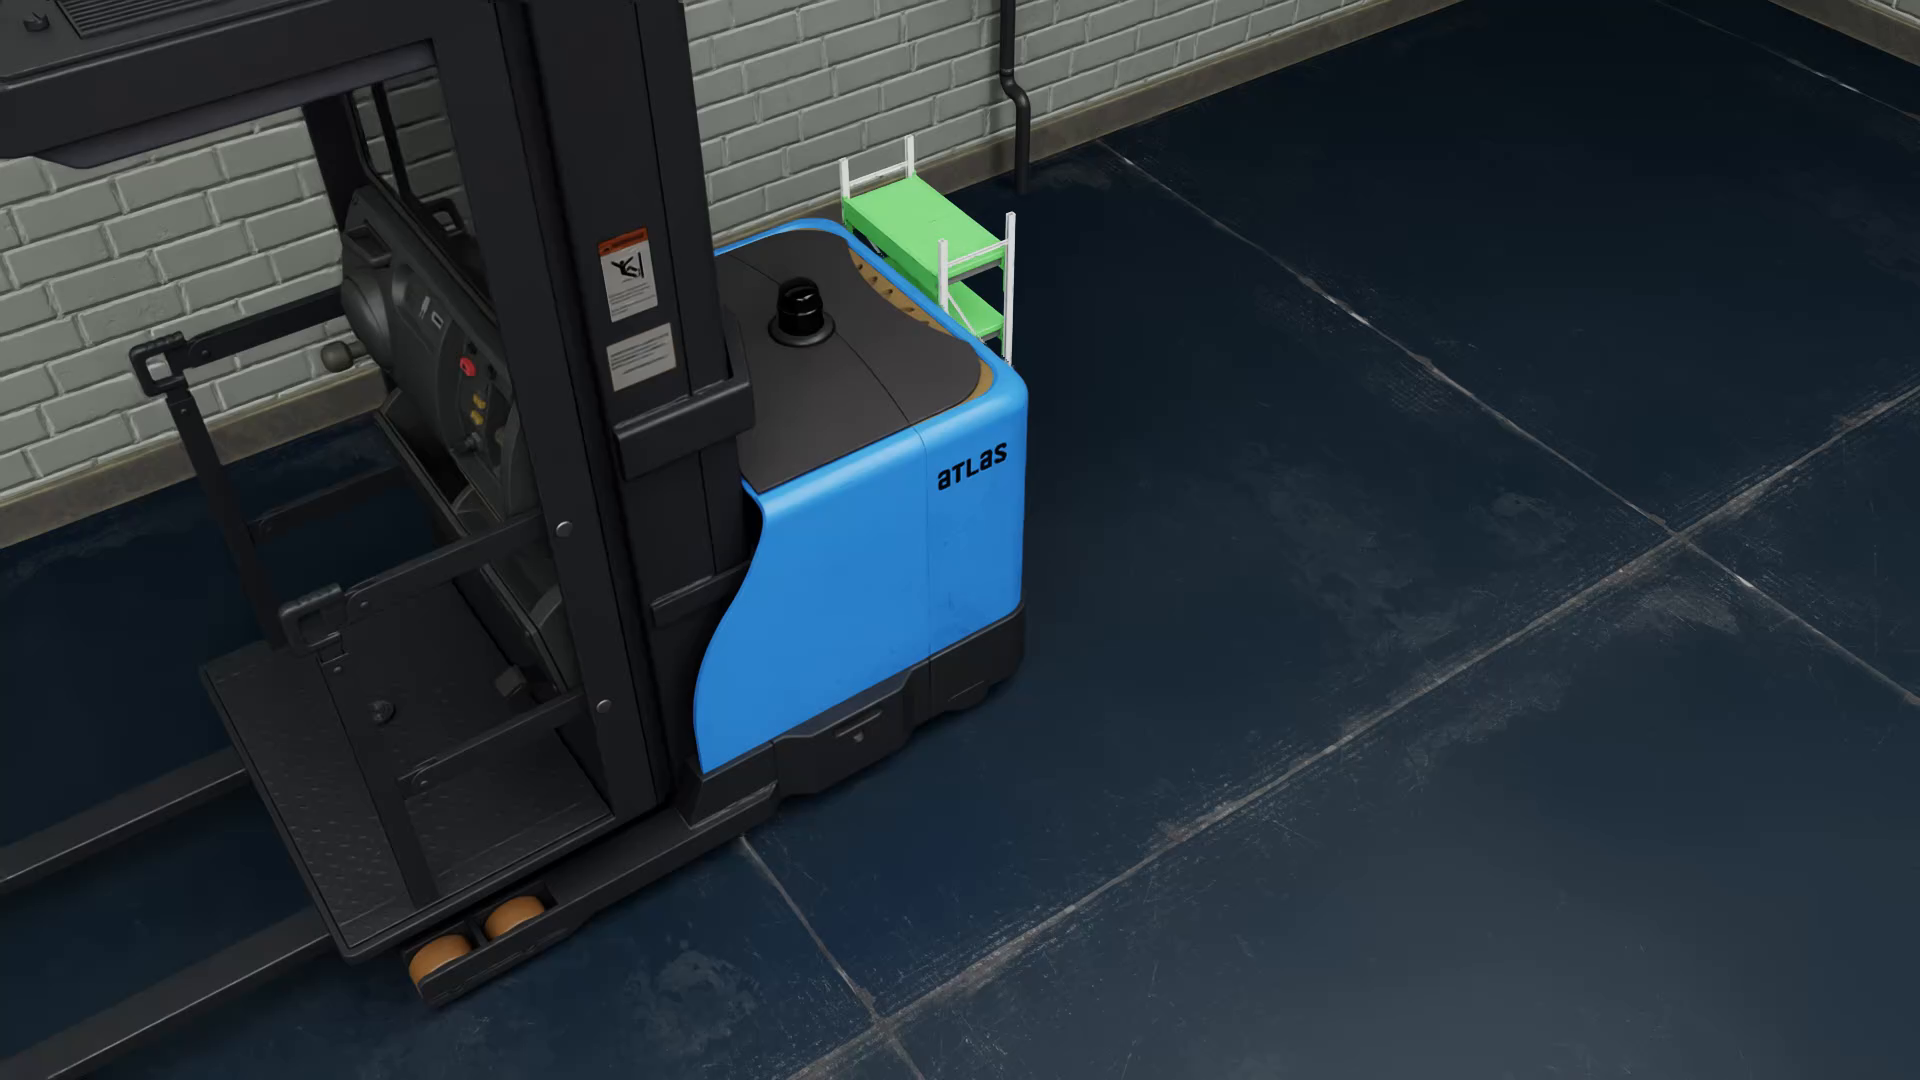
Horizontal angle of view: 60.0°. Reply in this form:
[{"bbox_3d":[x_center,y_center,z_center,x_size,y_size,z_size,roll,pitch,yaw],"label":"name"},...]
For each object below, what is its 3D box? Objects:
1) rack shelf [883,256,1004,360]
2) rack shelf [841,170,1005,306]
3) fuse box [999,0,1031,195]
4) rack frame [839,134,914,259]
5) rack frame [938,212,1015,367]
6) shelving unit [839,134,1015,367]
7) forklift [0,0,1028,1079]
[{"bbox_3d":[-0.095,-0.655,4.812,0.258,0.148,0.480,-26,49,-24],"label":"rack shelf"},{"bbox_3d":[-0.095,-0.829,4.647,0.258,0.148,0.480,-26,49,-24],"label":"rack shelf"},{"bbox_3d":[0.285,-2.027,6.134,0.539,1.711,0.414,-26,49,-24],"label":"fuse box"},{"bbox_3d":[-0.234,-0.666,5.079,0.240,1.200,0.015,-26,49,-24],"label":"rack frame"},{"bbox_3d":[0.045,-0.390,4.789,0.240,1.200,0.015,-26,49,-24],"label":"rack frame"},{"bbox_3d":[-0.095,-0.528,4.934,0.258,1.200,0.503,-26,49,-24],"label":"shelving unit"},{"bbox_3d":[-1.310,-0.351,3.495,3.031,2.935,1.130,-26,50,-25],"label":"forklift"}]
